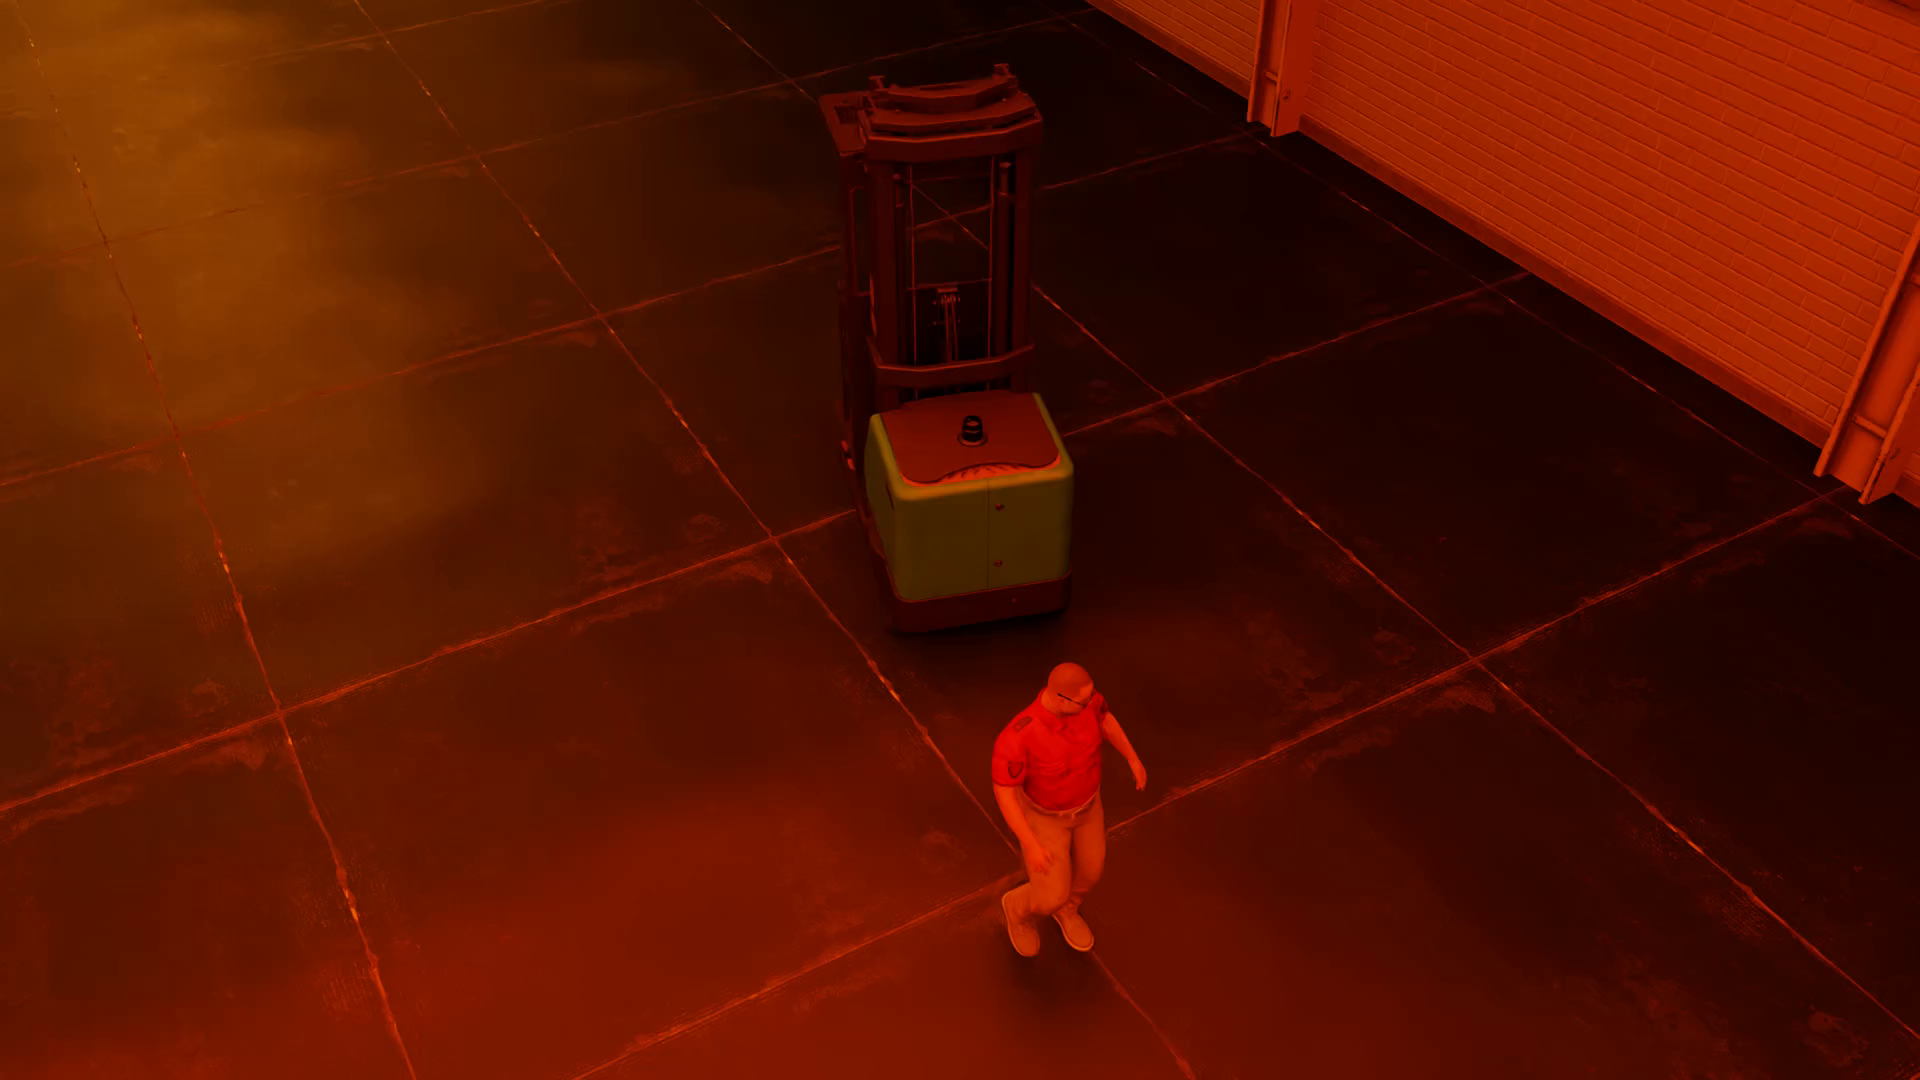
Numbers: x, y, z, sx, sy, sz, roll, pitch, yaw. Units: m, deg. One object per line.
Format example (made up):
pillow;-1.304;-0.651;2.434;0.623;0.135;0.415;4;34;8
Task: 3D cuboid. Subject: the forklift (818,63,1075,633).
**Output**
forklift;-0.186;-1.541;9.894;1.130;2.935;3.031;-9;40;-10

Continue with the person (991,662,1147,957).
person;0.511;1.221;7.555;0.801;1.724;0.479;-23;45;-25
